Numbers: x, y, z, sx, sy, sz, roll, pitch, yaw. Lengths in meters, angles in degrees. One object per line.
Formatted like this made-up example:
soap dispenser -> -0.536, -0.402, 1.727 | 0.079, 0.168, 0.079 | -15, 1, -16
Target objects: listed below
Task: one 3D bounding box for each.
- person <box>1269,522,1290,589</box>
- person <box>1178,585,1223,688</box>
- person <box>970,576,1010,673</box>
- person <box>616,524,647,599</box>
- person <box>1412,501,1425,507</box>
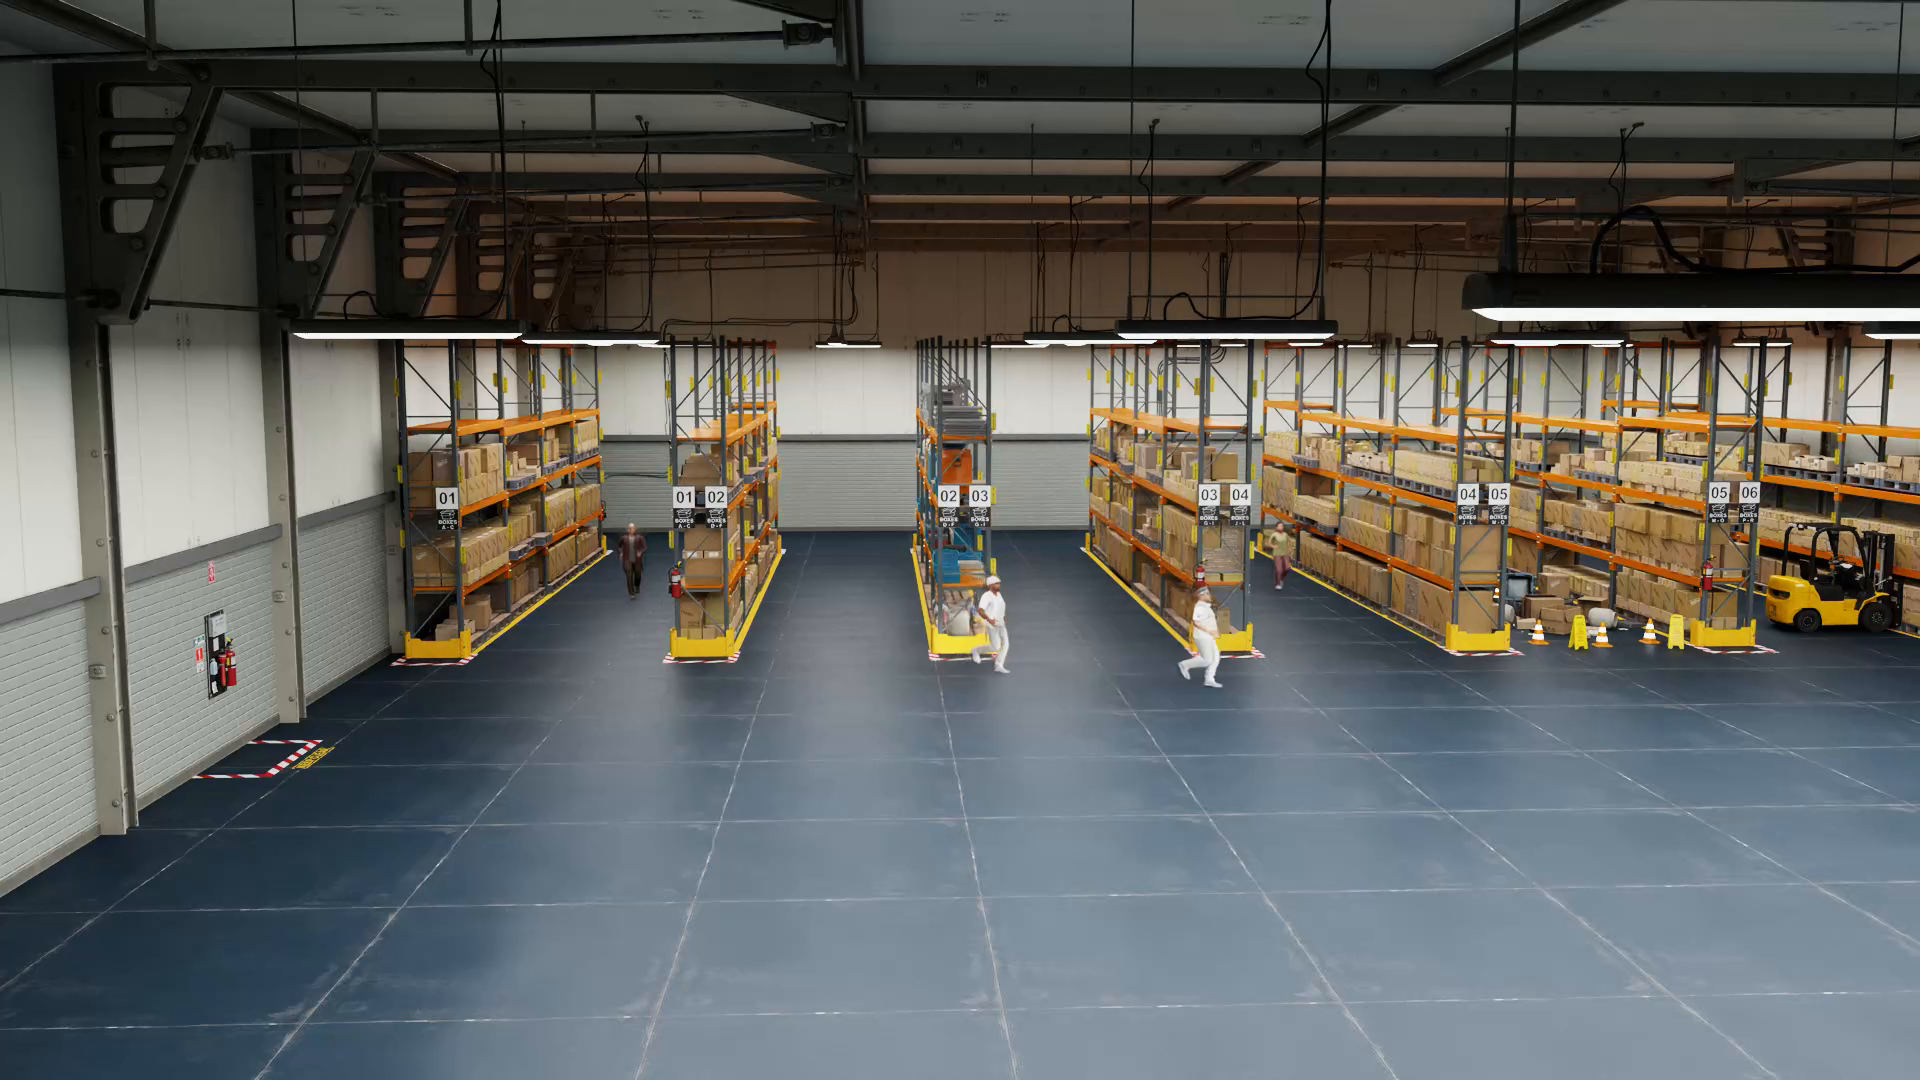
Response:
person -> 7.701, 0.375, 39.889 | 0.570, 1.626, 0.526 | -1, 7, -9
person -> 4.130, 1.642, 28.410 | 0.752, 1.757, 0.663 | 2, 7, 18
person -> 0.581, 1.503, 29.734 | 0.766, 1.737, 0.717 | 4, 8, 31
person -> -7.611, 0.484, 38.552 | 0.715, 1.733, 0.813 | -1, 7, -12
person -> 13.696, -0.664, 49.484 | 0.684, 1.621, 0.558 | 1, 7, 11
